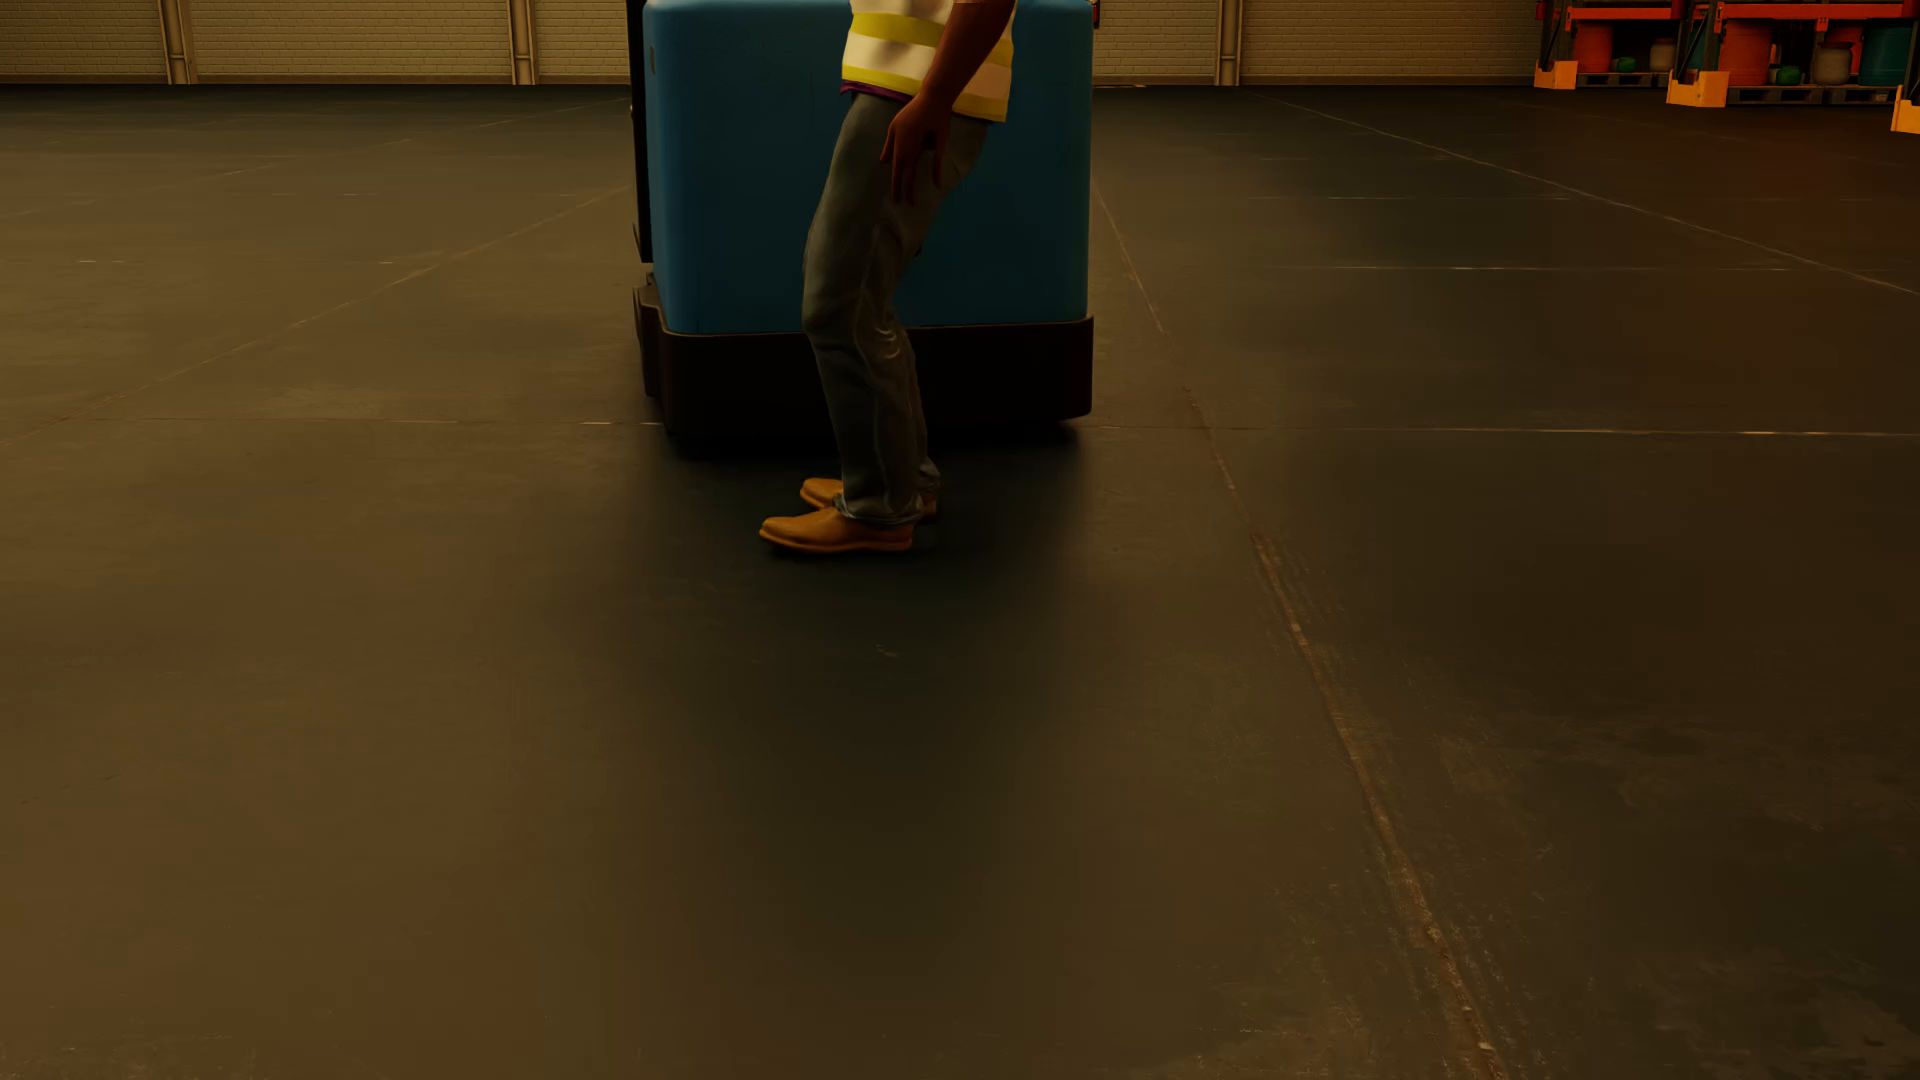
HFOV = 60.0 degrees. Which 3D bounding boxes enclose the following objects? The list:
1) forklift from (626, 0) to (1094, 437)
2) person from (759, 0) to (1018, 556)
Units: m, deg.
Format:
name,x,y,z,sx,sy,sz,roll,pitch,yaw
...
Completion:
name,x,y,z,sx,sy,sz,roll,pitch,yaw
forklift,-0.482,-2.039,4.995,1.130,2.935,3.031,-4,18,-12
person,-0.140,-0.821,3.121,0.520,1.743,0.770,-1,17,-2
